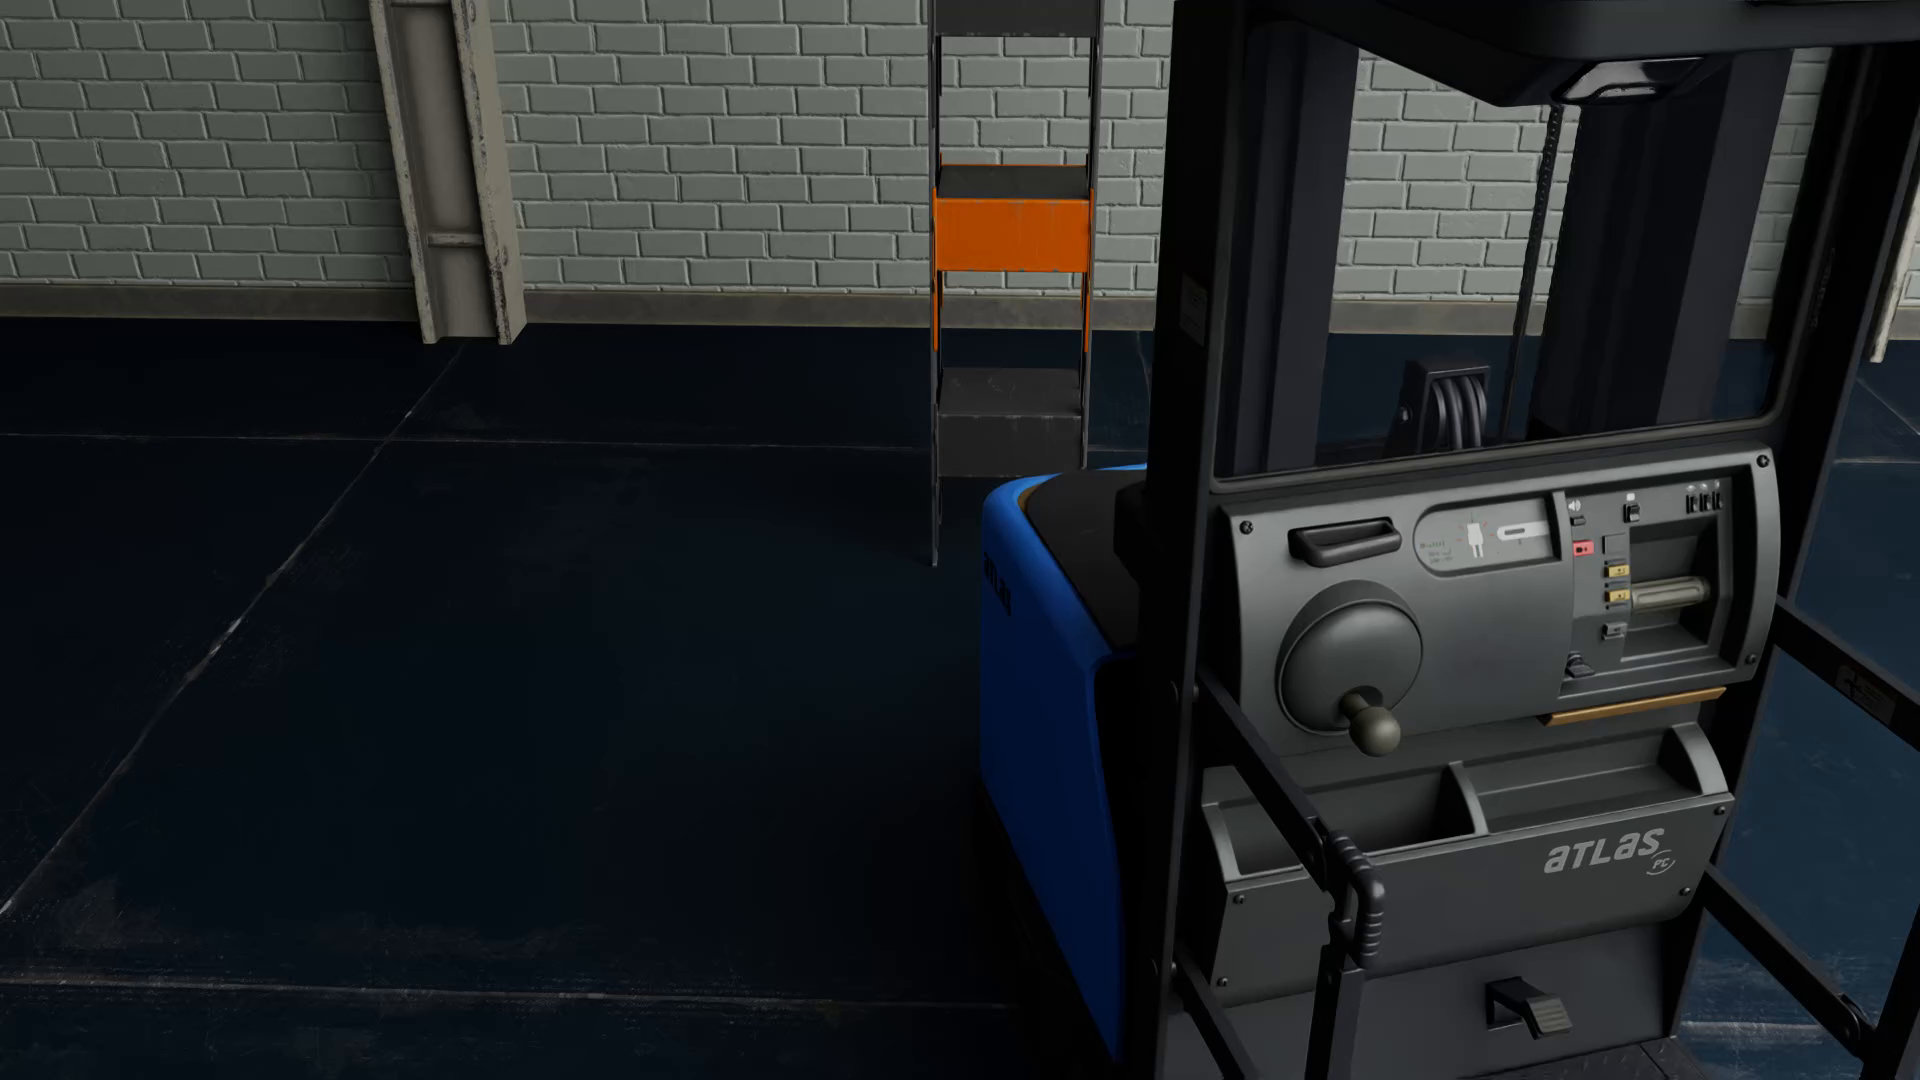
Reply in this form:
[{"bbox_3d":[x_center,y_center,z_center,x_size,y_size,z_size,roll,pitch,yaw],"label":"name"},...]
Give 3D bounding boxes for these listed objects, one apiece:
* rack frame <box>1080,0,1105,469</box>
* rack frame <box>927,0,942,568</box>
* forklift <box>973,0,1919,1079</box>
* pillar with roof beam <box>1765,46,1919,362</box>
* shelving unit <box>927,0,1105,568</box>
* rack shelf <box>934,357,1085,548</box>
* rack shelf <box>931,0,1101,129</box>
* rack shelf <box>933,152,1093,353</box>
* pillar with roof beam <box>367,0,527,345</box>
[{"bbox_3d":[0.409,-0.921,5.245,0.015,2.100,0.400,1,28,2],"label":"rack frame"},{"bbox_3d":[-0.078,-0.929,5.261,0.015,2.100,0.400,1,28,2],"label":"rack frame"},{"bbox_3d":[0.907,0.129,2.378,1.130,2.935,3.031,-7,29,-13],"label":"forklift"},{"bbox_3d":[3.654,-2.806,1.435,0.400,9.000,9.100,1,28,2],"label":"pillar with roof beam"},{"bbox_3d":[0.165,-0.925,5.253,0.503,2.100,0.431,1,28,2],"label":"shelving unit"},{"bbox_3d":[0.165,-0.294,5.587,0.480,0.518,0.431,1,28,2],"label":"rack shelf"},{"bbox_3d":[0.165,-1.531,4.932,0.480,0.518,0.431,1,28,2],"label":"rack shelf"},{"bbox_3d":[0.165,-0.913,5.259,0.480,0.518,0.431,1,28,2],"label":"rack shelf"},{"bbox_3d":[-2.343,-2.905,1.623,0.400,9.000,9.100,1,28,2],"label":"pillar with roof beam"}]
